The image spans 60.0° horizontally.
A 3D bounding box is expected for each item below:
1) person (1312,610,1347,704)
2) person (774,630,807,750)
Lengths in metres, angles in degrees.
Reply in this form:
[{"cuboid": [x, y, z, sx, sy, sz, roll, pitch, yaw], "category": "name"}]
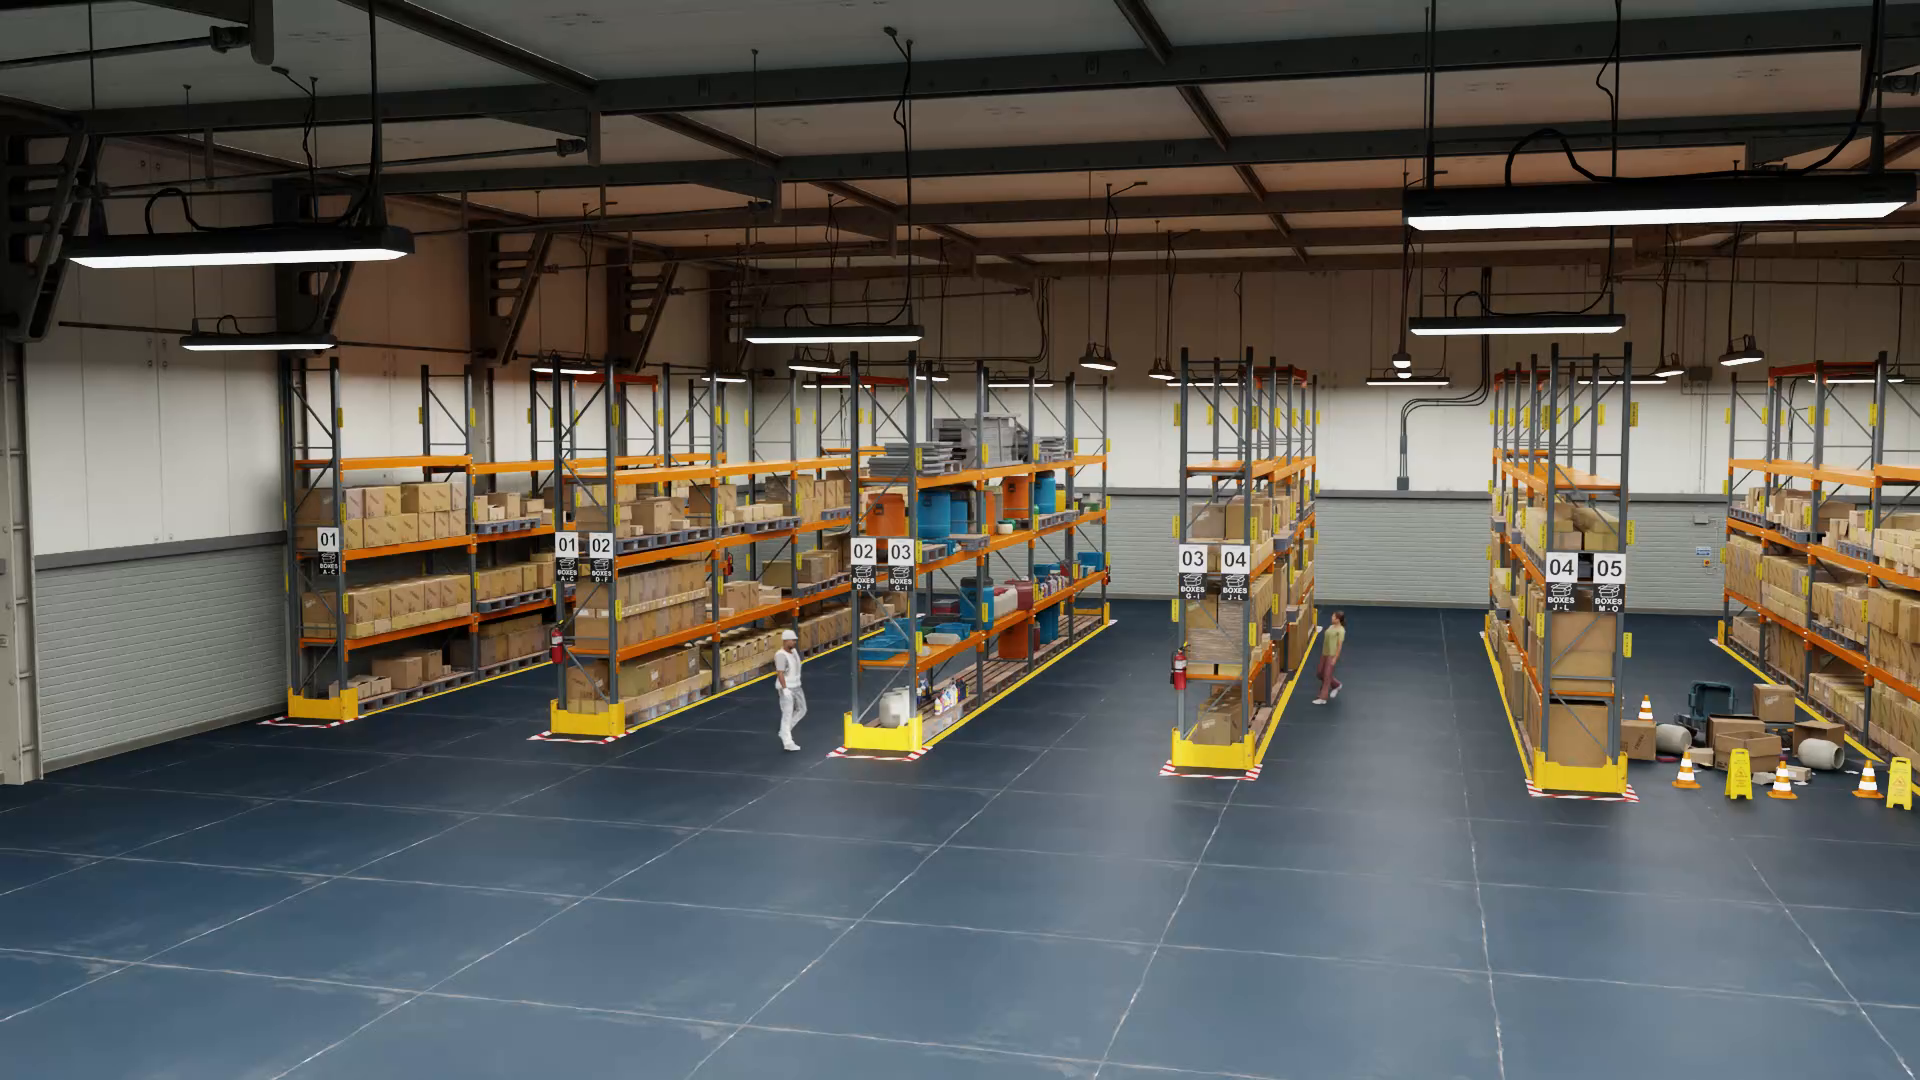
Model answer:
[{"cuboid": [6.494, 2.046, 29.206, 0.779, 1.637, 0.496, -2, 5, -27], "category": "person"}, {"cuboid": [-2.555, 2.257, 25.184, 0.510, 1.789, 0.724, 2, 5, 21], "category": "person"}]
